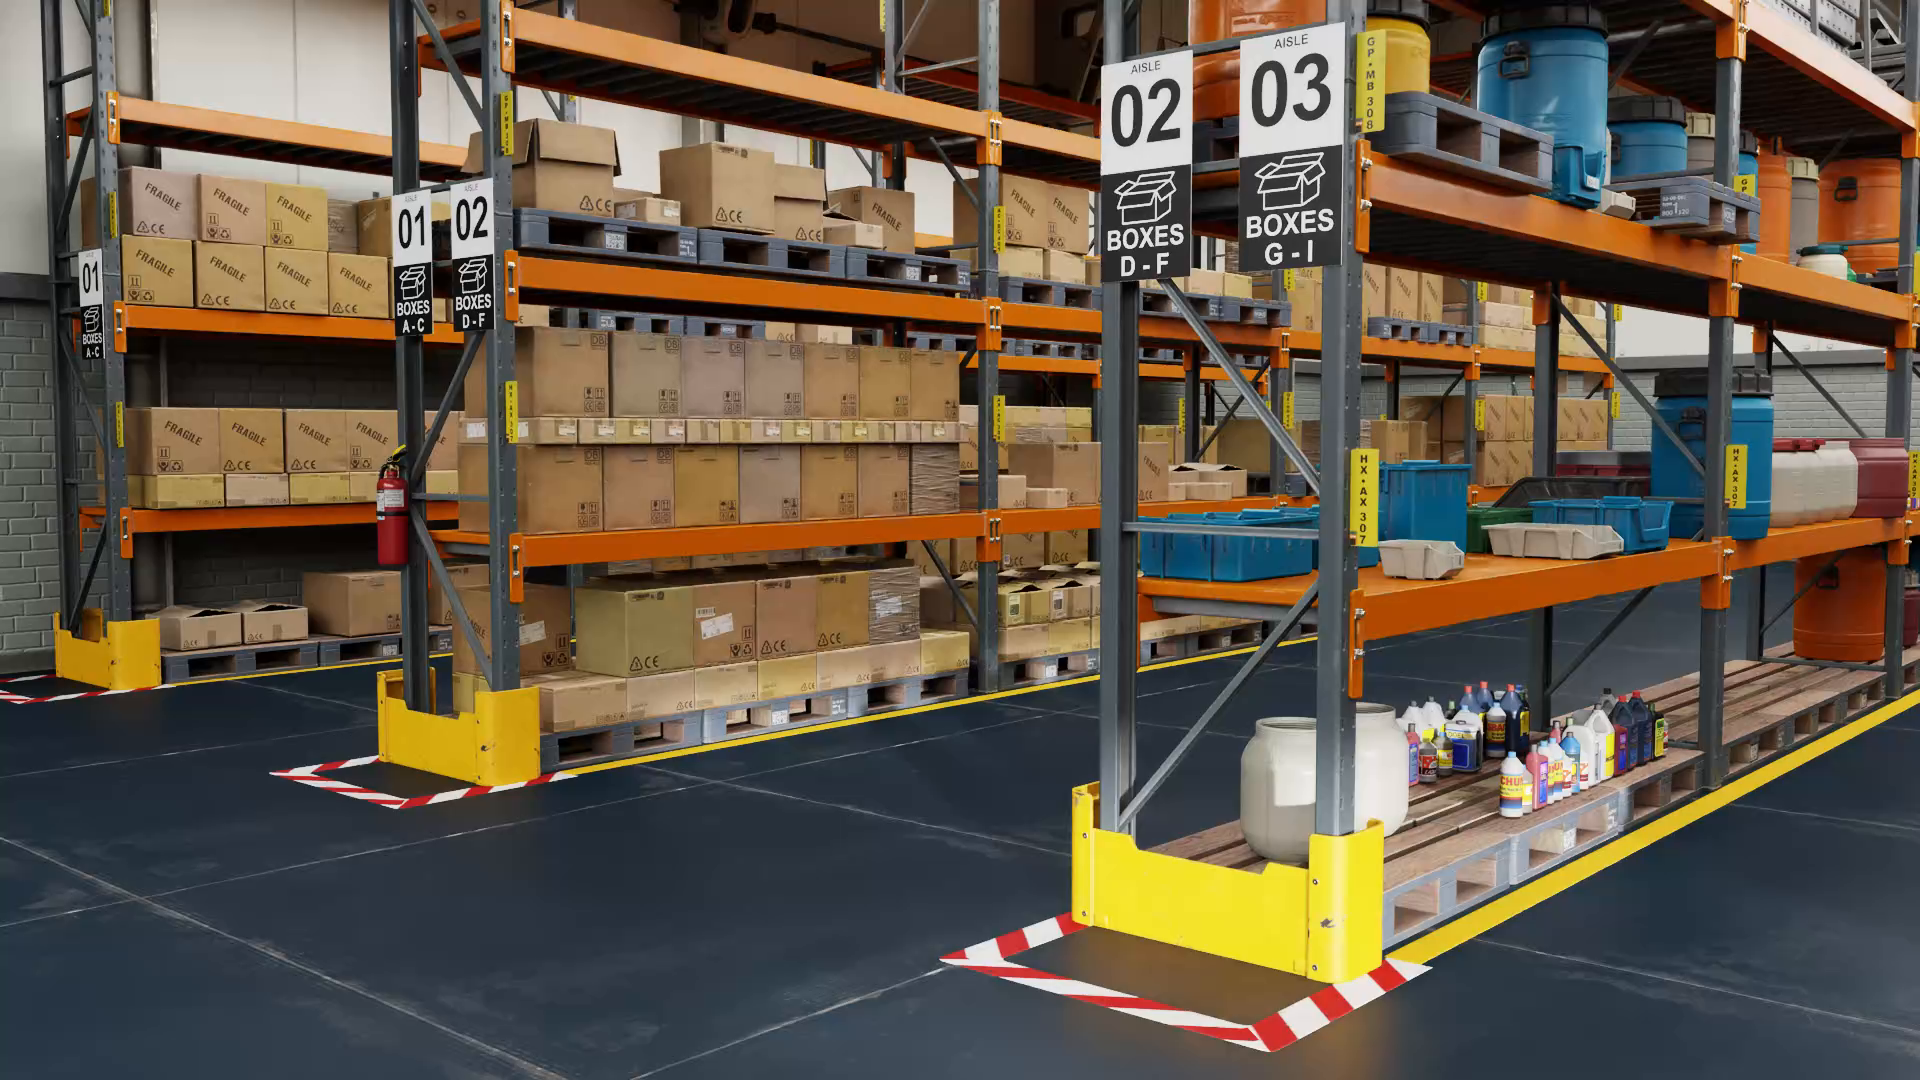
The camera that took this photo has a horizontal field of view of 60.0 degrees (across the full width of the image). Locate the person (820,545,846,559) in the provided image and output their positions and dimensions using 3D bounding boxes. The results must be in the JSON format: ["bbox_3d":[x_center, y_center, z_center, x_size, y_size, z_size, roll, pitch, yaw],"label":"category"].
[{"bbox_3d":[-1.282,-0.058,16.483,0.424,1.772,0.565,-1,4,-9],"label":"person"}]
